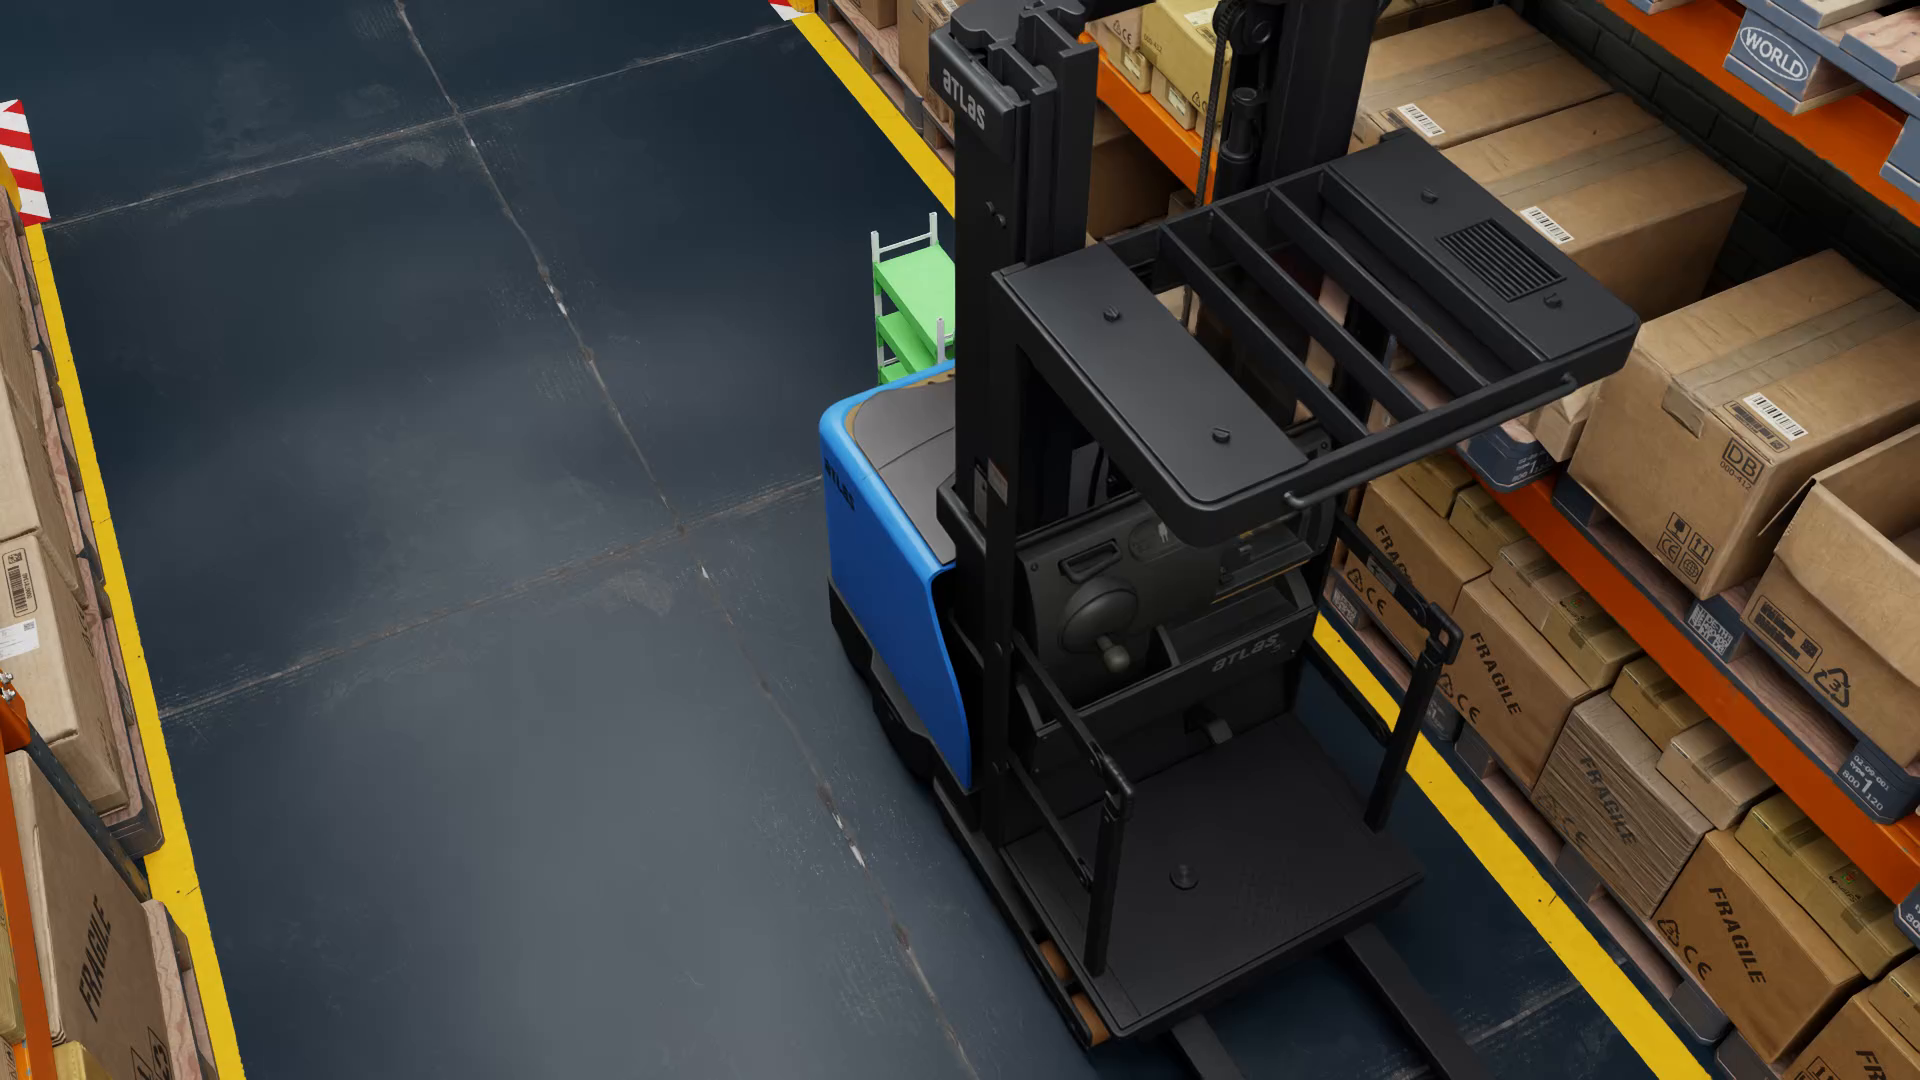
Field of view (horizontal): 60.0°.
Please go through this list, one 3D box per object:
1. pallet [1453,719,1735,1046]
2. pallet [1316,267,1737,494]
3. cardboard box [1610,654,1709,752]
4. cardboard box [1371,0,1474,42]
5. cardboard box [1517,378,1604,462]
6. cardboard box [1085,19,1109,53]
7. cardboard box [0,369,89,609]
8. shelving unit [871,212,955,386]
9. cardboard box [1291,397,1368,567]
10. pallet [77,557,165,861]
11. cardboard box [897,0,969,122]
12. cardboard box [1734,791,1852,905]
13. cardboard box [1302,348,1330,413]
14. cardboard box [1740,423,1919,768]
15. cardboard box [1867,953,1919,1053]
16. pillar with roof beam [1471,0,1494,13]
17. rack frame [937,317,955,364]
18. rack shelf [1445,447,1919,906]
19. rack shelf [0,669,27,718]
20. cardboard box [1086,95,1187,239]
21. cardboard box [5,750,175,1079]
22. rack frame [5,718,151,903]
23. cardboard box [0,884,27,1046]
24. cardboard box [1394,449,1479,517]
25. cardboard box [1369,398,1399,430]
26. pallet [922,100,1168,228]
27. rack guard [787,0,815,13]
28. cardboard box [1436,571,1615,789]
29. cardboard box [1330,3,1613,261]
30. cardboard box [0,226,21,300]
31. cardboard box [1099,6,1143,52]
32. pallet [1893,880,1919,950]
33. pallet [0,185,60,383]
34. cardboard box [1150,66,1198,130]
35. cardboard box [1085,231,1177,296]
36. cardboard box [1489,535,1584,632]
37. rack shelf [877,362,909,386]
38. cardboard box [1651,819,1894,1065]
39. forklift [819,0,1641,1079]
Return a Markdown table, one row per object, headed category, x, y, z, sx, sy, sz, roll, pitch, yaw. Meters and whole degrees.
| category | x | y | z | sx | sy | sz | roll | pitch | yaw |
| --- | --- | --- | --- | --- | --- | --- | --- | --- | --- |
| pallet | 2.375 | 0.869 | 5.350 | 1.003 | 0.211 | 1.213 | -21 | 52 | -18 |
| pallet | 1.675 | -0.763 | 5.052 | 1.003 | 0.211 | 1.213 | -21 | 52 | -18 |
| cardboard box | 2.137 | 0.428 | 4.834 | 0.380 | 0.149 | 0.250 | -21 | 52 | -17 |
| cardboard box | 1.420 | -1.871 | 5.796 | 0.500 | 0.250 | 0.500 | -22 | 52 | -18 |
| cardboard box | 1.701 | -0.430 | 4.444 | 0.396 | 0.266 | 0.258 | -19 | 51 | -16 |
| cardboard box | 0.661 | -1.959 | 6.138 | 0.380 | 0.149 | 0.250 | -20 | 52 | -17 |
| cardboard box | -3.607 | -0.037 | 5.713 | 0.875 | 0.438 | 0.875 | -23 | 53 | -19 |
| shelving unit | -0.076 | -0.506 | 5.895 | 0.258 | 1.200 | 0.503 | -21 | 52 | -18 |
| cardboard box | 1.428 | -0.312 | 5.912 | 0.500 | 0.500 | 0.500 | -19 | 52 | -16 |
| pallet | -3.284 | 0.696 | 5.501 | 1.003 | 0.211 | 1.213 | -21 | 52 | -18 |
| cardboard box | 0.128 | -2.363 | 7.706 | 0.700 | 0.500 | 0.500 | -19 | 52 | -16 |
| cardboard box | 2.357 | 0.784 | 4.522 | 0.380 | 0.149 | 0.250 | -22 | 52 | -18 |
| cardboard box | 1.334 | -0.595 | 5.729 | 0.380 | 0.149 | 0.250 | -19 | 51 | -16 |
| cardboard box | 2.326 | 0.078 | 3.842 | 0.797 | 0.503 | 0.637 | -22 | 52 | -18 |
| cardboard box | 2.552 | 1.143 | 4.208 | 0.380 | 0.149 | 0.250 | -23 | 53 | -19 |
| pillar with roof beam | -1.938 | -2.667 | 2.604 | 9.100 | 9.000 | 0.400 | -21 | 52 | -18 |
| rack frame | 0.036 | -0.343 | 5.753 | 0.240 | 1.200 | 0.015 | -21 | 52 | -18 |
| rack shelf | 2.322 | 0.177 | 4.580 | 1.077 | 0.370 | 4.000 | -21 | 52 | -18 |
| rack shelf | -3.920 | -0.788 | 5.424 | 1.077 | 0.370 | 4.000 | -21 | 52 | -18 |
| cardboard box | 0.603 | -1.668 | 7.098 | 0.700 | 0.500 | 0.500 | -23 | 53 | -19 |
| cardboard box | -2.650 | 1.263 | 4.286 | 0.875 | 0.875 | 0.875 | -20 | 52 | -16 |
| rack frame | -3.005 | 0.314 | 3.983 | 1.000 | 3.000 | 0.127 | -21 | 52 | -18 |
| cardboard box | -2.344 | 0.918 | 3.554 | 0.500 | 0.250 | 0.500 | -22 | 52 | -18 |
| cardboard box | 1.657 | -0.269 | 5.443 | 0.380 | 0.149 | 0.250 | -24 | 53 | -19 |
| cardboard box | 1.496 | -0.536 | 5.479 | 0.380 | 0.149 | 0.250 | -24 | 53 | -19 |
| pallet | 0.531 | -1.758 | 7.647 | 1.003 | 0.211 | 1.213 | -21 | 52 | -18 |
| rack guard | -0.389 | -3.202 | 8.718 | 1.175 | 0.500 | 0.348 | -21 | 52 | -18 |
| cardboard box | 1.905 | 0.376 | 5.310 | 0.500 | 0.500 | 0.500 | -23 | 53 | -19 |
| cardboard box | 1.429 | -1.169 | 4.934 | 0.700 | 0.500 | 0.500 | -20 | 52 | -17 |
| cardboard box | -4.445 | -1.251 | 6.774 | 0.875 | 0.438 | 0.875 | -23 | 53 | -19 |
| cardboard box | 0.714 | -2.034 | 5.938 | 0.500 | 0.250 | 0.500 | -21 | 52 | -17 |
| pallet | 2.864 | 0.913 | 3.587 | 1.213 | 0.211 | 1.003 | -21 | 52 | -18 |
| pallet | -4.400 | -0.937 | 6.929 | 1.003 | 0.211 | 1.213 | -21 | 52 | -18 |
| cardboard box | 0.898 | -1.609 | 5.831 | 0.380 | 0.149 | 0.250 | -20 | 52 | -17 |
| cardboard box | 0.727 | -1.147 | 6.798 | 0.396 | 0.266 | 0.258 | -19 | 52 | -16 |
| cardboard box | 1.876 | 0.090 | 5.129 | 0.380 | 0.149 | 0.250 | -21 | 52 | -18 |
| rack shelf | -0.076 | -0.464 | 5.943 | 0.258 | 0.148 | 0.480 | -21 | 52 | -18 |
| cardboard box | 2.391 | 1.067 | 4.706 | 0.500 | 0.500 | 0.500 | -19 | 52 | -16 |
| forklift | 0.686 | 0.134 | 4.185 | 1.130 | 2.935 | 3.031 | -22 | 52 | -18 |
